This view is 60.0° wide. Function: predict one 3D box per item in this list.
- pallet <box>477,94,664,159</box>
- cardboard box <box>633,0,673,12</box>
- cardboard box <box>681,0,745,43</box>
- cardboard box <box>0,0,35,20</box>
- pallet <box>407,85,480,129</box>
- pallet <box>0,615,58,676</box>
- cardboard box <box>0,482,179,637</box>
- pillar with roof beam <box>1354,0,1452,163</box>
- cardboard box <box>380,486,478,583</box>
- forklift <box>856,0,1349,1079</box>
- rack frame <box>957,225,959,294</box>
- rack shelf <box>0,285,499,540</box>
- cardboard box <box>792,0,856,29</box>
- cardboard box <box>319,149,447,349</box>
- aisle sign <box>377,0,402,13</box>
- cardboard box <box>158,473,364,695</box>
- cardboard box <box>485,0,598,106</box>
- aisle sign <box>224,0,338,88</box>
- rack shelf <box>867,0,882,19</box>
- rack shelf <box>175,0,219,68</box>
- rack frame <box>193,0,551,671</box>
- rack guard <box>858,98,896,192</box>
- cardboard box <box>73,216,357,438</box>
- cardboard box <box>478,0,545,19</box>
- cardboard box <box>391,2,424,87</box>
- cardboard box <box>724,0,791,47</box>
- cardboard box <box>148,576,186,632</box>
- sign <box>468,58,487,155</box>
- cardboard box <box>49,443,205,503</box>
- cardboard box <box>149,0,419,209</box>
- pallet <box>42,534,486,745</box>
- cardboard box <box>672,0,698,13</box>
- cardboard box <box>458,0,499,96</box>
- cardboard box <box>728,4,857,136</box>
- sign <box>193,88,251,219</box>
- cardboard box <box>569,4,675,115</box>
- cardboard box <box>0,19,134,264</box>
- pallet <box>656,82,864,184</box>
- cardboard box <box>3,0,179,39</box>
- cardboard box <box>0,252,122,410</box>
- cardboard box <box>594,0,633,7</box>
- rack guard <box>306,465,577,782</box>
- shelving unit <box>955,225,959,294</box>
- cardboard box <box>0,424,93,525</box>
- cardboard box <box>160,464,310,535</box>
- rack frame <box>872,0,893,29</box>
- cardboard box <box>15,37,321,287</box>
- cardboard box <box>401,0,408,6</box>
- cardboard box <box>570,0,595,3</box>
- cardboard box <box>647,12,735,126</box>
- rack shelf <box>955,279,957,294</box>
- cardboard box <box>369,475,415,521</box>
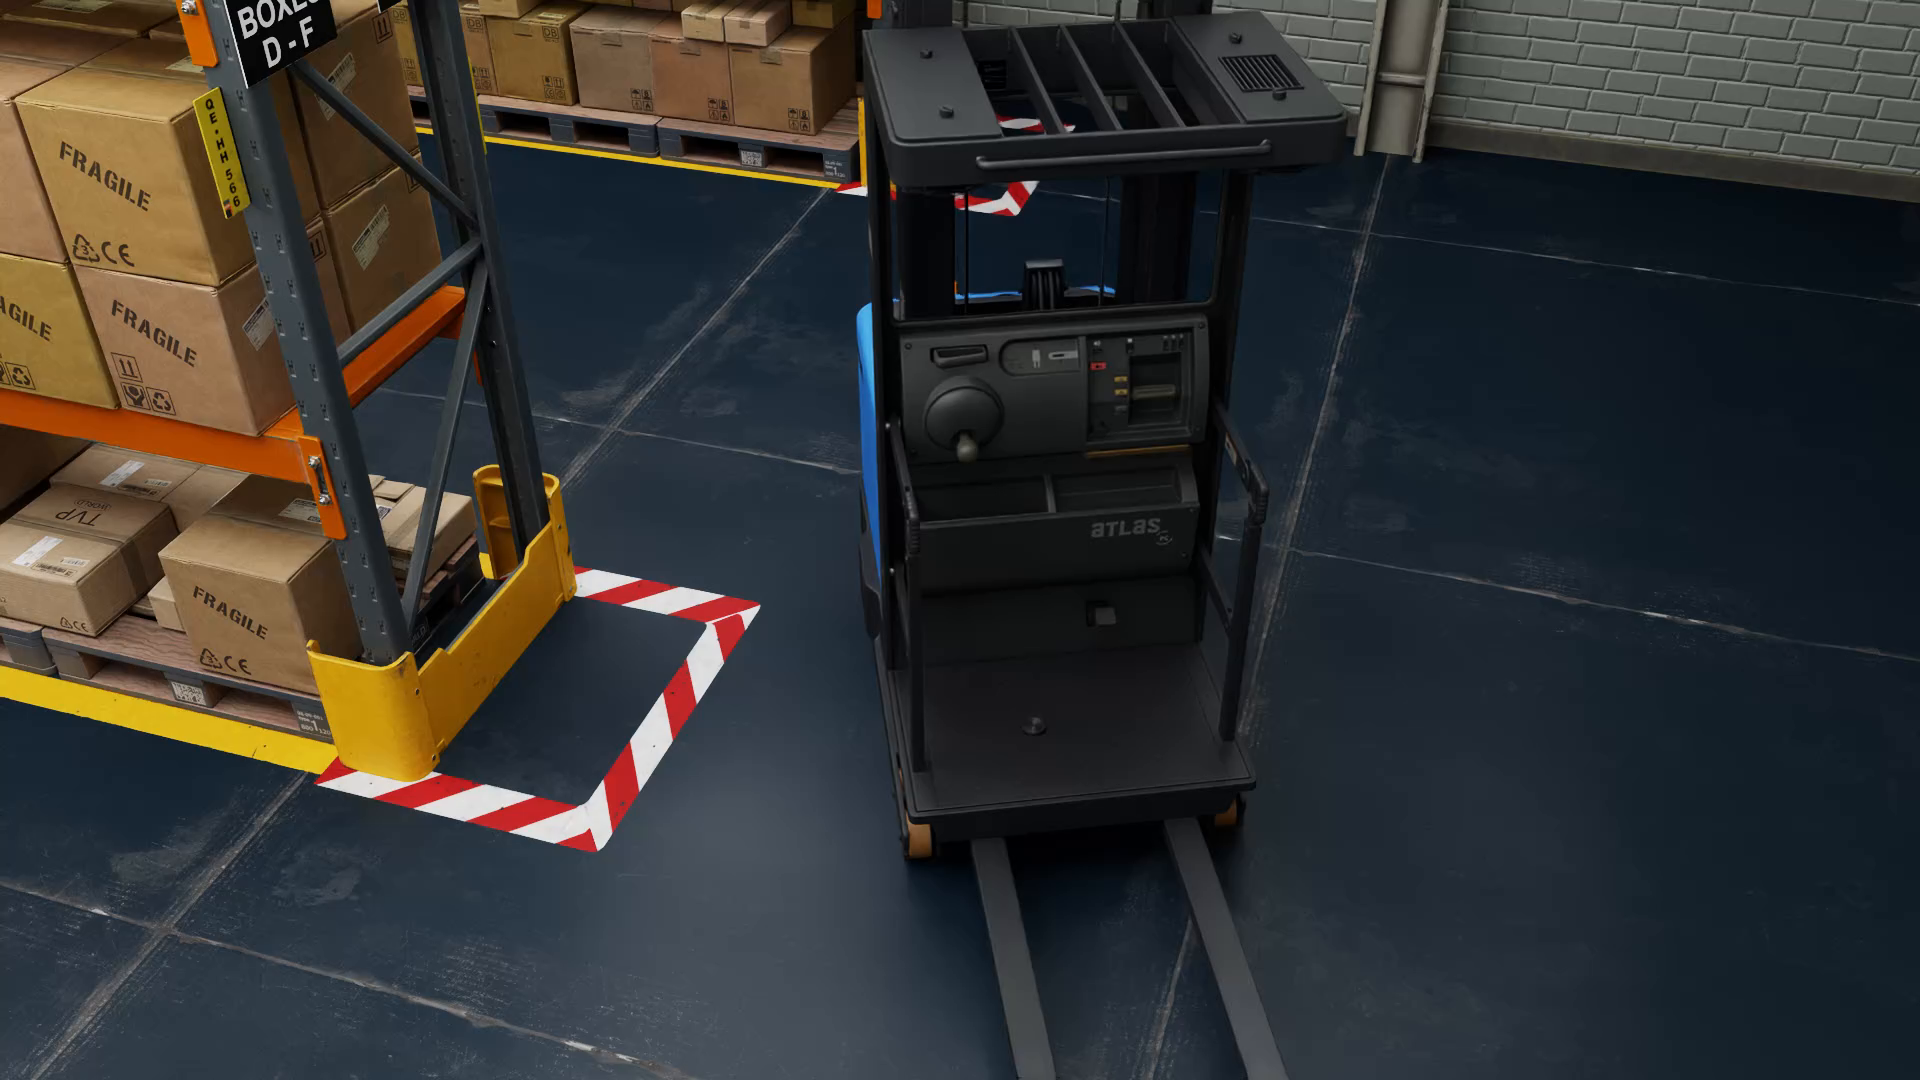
[{"bbox_3d":[-2.216,-2.720,10.267,1.213,0.211,1.003,10,38,14],"label":"pallet"},{"bbox_3d":[-1.754,-3.289,9.895,0.250,0.149,0.380,11,38,15],"label":"cardboard box"},{"bbox_3d":[-1.388,-2.984,9.481,0.250,0.149,0.380,11,38,15],"label":"cardboard box"},{"bbox_3d":[-3.065,-1.575,5.432,0.500,0.500,0.500,11,38,15],"label":"cardboard box"},{"bbox_3d":[-3.385,-2.934,10.559,1.213,0.211,1.003,10,38,14],"label":"pallet"},{"bbox_3d":[-3.737,0.027,6.535,1.213,0.211,1.003,10,38,14],"label":"pallet"},{"bbox_3d":[-3.233,0.063,6.082,0.500,0.250,0.500,10,38,14],"label":"cardboard box"},{"bbox_3d":[1.282,-3.521,3.943,0.400,9.000,9.100,10,38,14],"label":"pillar with roof beam"},{"bbox_3d":[-2.040,-0.023,6.285,0.250,0.149,0.380,10,38,14],"label":"cardboard box"},{"bbox_3d":[0.320,-0.381,4.795,1.130,2.935,3.031,-5,37,-6],"label":"forklift"},{"bbox_3d":[-0.008,-0.651,6.622,0.006,1.200,0.240,0,36,0],"label":"rack frame"},{"bbox_3d":[-3.652,-0.789,5.899,4.000,0.370,1.077,10,38,14],"label":"rack shelf"},{"bbox_3d":[-0.788,-3.111,9.653,0.250,0.149,0.380,11,38,14],"label":"cardboard box"},{"bbox_3d":[-2.088,-0.993,5.485,0.500,0.500,0.500,11,38,15],"label":"cardboard box"},{"bbox_3d":[-1.590,-1.927,4.644,0.004,0.787,0.394,10,38,14],"label":"aisle sign"},{"bbox_3d":[-2.335,0.147,5.757,0.500,0.500,0.500,10,38,14],"label":"cardboard box"},{"bbox_3d":[-2.436,-3.026,10.085,0.500,0.500,0.700,11,38,15],"label":"cardboard box"},{"bbox_3d":[-1.769,-1.587,4.183,0.004,0.787,0.394,10,38,14],"label":"aisle sign"},{"bbox_3d":[-2.178,-3.593,9.708,4.000,0.370,1.077,10,38,14],"label":"rack shelf"},{"bbox_3d":[-3.652,-1.997,5.010,4.000,0.370,1.077,10,38,14],"label":"rack shelf"},{"bbox_3d":[-1.743,-0.726,5.205,0.127,3.000,1.000,10,38,14],"label":"rack frame"},{"bbox_3d":[-0.246,-2.518,9.749,0.348,0.500,1.175,10,38,14],"label":"rack guard"},{"bbox_3d":[-2.251,-0.691,5.074,0.500,0.500,0.500,12,38,15],"label":"cardboard box"},{"bbox_3d":[-2.633,-3.214,9.793,0.250,0.149,0.380,9,37,13],"label":"cardboard box"},{"bbox_3d":[-3.404,-3.208,10.333,0.500,0.500,0.700,11,38,14],"label":"cardboard box"},{"bbox_3d":[-1.144,-2.939,9.420,0.250,0.149,0.380,10,38,13],"label":"cardboard box"},{"bbox_3d":[-2.695,0.159,6.022,0.250,0.166,0.380,10,38,14],"label":"cardboard box"},{"bbox_3d":[-1.581,-1.381,5.366,0.005,0.325,0.100,10,38,14],"label":"sign"},{"bbox_3d":[-3.132,-0.229,6.479,0.500,0.250,0.500,10,38,14],"label":"cardboard box"},{"bbox_3d":[-2.088,-1.396,5.188,0.500,0.500,0.500,12,38,15],"label":"cardboard box"},{"bbox_3d":[-2.576,0.244,6.241,1.213,0.211,1.003,10,38,14],"label":"pallet"},{"bbox_3d":[-1.511,-3.244,9.835,0.250,0.149,0.380,11,38,14],"label":"cardboard box"},{"bbox_3d":[-2.925,-3.118,10.210,0.500,0.500,0.700,10,38,13],"label":"cardboard box"},{"bbox_3d":[-0.967,-2.759,9.722,0.500,0.500,0.700,10,38,14],"label":"cardboard box"},{"bbox_3d":[-1.927,-1.009,4.346,0.005,0.325,0.100,10,38,14],"label":"sign"},{"bbox_3d":[-1.925,-2.935,9.962,0.500,0.500,0.700,9,37,12],"label":"cardboard box"},{"bbox_3d":[-2.732,-1.180,4.895,0.500,0.500,0.500,12,38,15],"label":"cardboard box"},{"bbox_3d":[-1.056,-2.503,9.973,1.213,0.211,1.003,10,38,14],"label":"pallet"},{"bbox_3d":[-2.589,-1.484,5.308,0.500,0.500,0.500,11,38,14],"label":"cardboard box"},{"bbox_3d":[-2.748,-0.781,5.196,0.500,0.500,0.500,11,38,14],"label":"cardboard box"},{"bbox_3d":[-1.999,-3.334,9.956,0.250,0.149,0.380,11,38,14],"label":"cardboard box"},{"bbox_3d":[-1.815,0.268,5.964,0.348,0.500,1.175,10,38,14],"label":"rack guard"},{"bbox_3d":[-0.100,-0.651,6.622,0.189,1.200,0.258,0,36,0],"label":"shelving unit"},{"bbox_3d":[-3.766,-0.275,6.328,0.637,0.503,0.797,10,38,14],"label":"cardboard box"},{"bbox_3d":[-2.654,-0.140,6.359,0.500,0.250,0.500,10,38,14],"label":"cardboard box"},{"bbox_3d":[-0.269,-3.529,9.014,0.127,3.000,1.000,10,38,14],"label":"rack frame"},{"bbox_3d":[-2.249,-1.092,4.775,0.500,0.500,0.500,10,38,13],"label":"cardboard box"},{"bbox_3d":[-3.131,-3.306,9.918,0.250,0.149,0.380,12,38,15],"label":"cardboard box"},{"bbox_3d":[-2.240,-3.379,10.018,0.250,0.149,0.380,10,37,13],"label":"cardboard box"},{"bbox_3d":[-1.445,-2.847,9.842,0.500,0.500,0.700,10,38,14],"label":"cardboard box"},{"bbox_3d":[-0.100,-0.905,6.435,0.180,0.103,0.258,0,36,0],"label":"rack shelf"},{"bbox_3d":[-2.278,-0.074,6.339,0.250,0.166,0.380,10,38,14],"label":"cardboard box"}]
